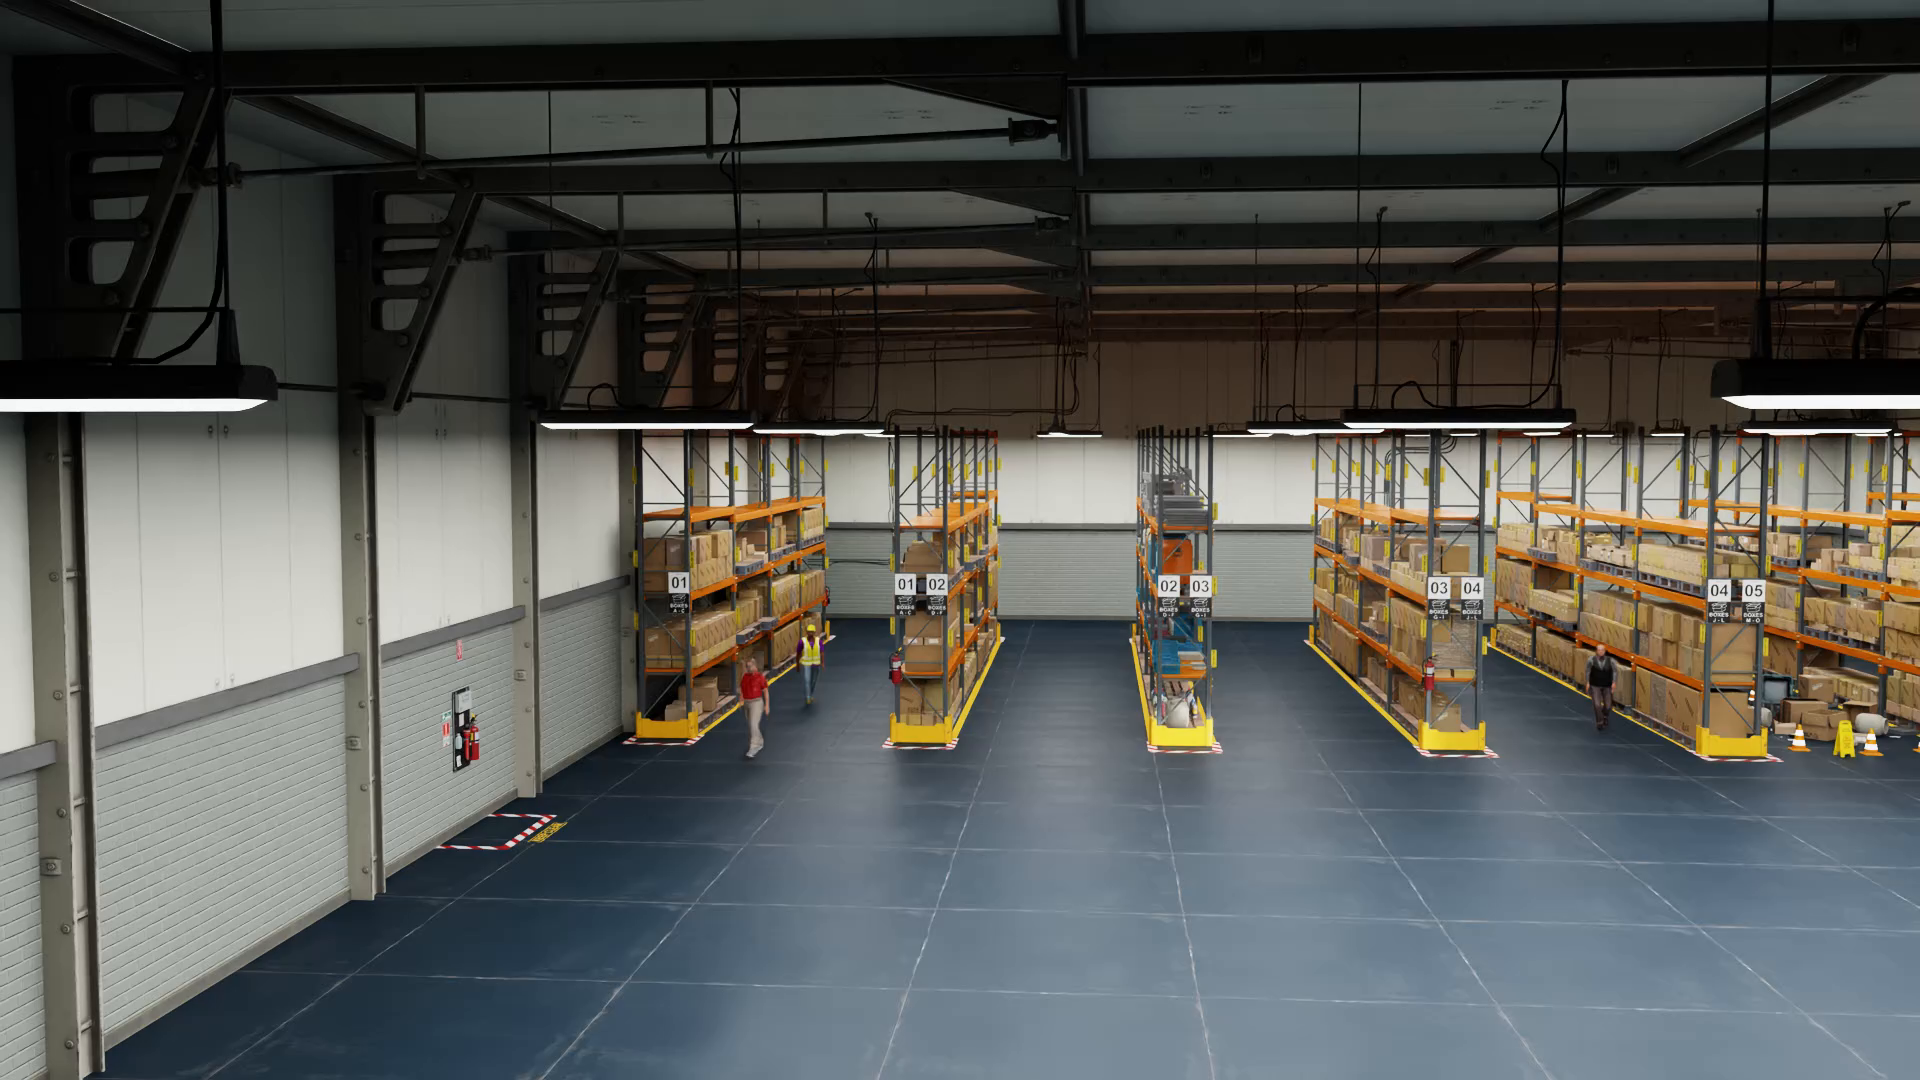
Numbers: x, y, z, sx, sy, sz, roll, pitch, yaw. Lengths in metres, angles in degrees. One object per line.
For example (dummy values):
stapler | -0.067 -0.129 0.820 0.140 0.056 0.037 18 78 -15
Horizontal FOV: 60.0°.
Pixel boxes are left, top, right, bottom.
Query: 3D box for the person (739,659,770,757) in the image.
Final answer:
person | -3.796 3.041 30.400 0.686 1.697 0.809 3 5 41

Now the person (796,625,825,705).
person | -3.193 2.682 35.876 0.591 1.703 1.066 -1 4 -24

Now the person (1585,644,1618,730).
person | 12.716 2.897 32.977 0.600 1.702 0.617 1 4 17
